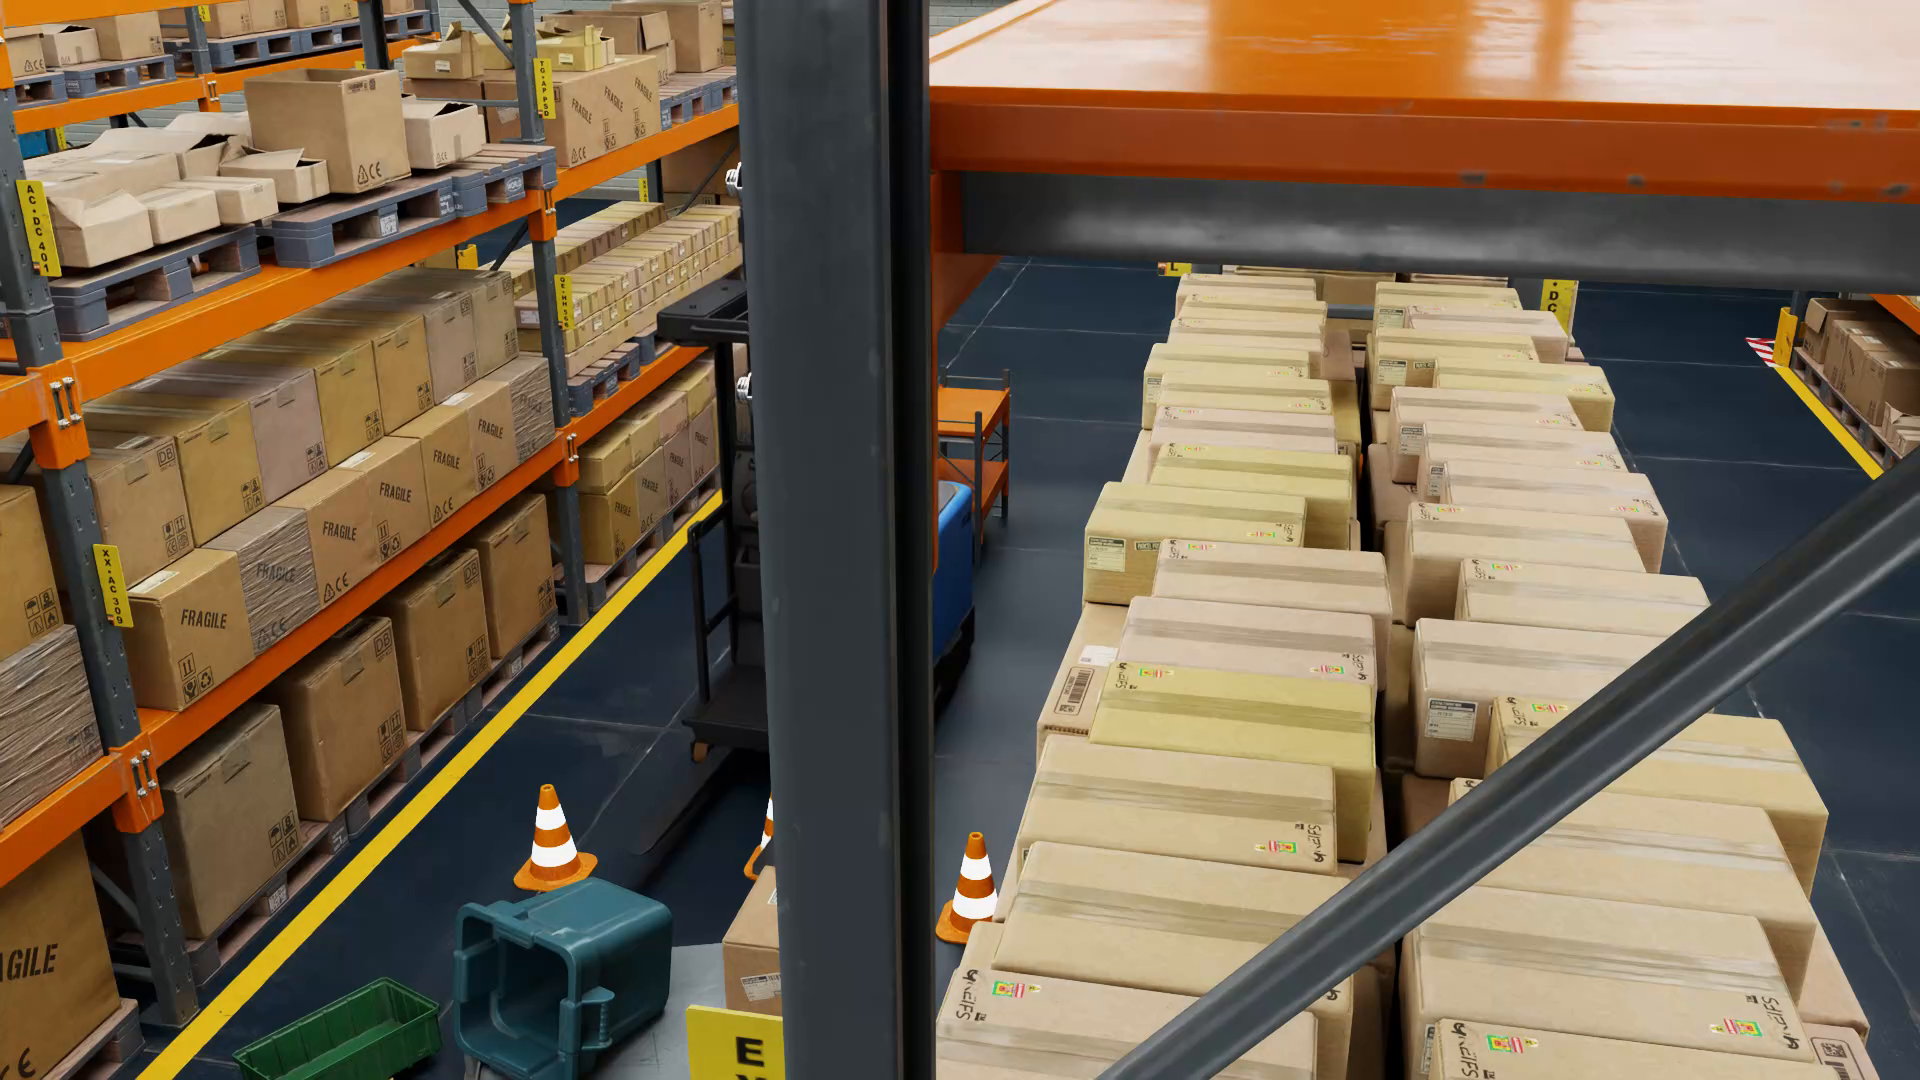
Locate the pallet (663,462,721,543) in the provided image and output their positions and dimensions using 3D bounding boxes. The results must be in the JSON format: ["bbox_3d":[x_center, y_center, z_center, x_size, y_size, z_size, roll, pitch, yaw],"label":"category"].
[{"bbox_3d":[-2.448,-0.333,12.397,1.003,0.211,1.213,4,22,11],"label":"pallet"}]

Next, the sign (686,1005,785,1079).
[{"bbox_3d":[-0.165,0.519,1.350,0.100,0.325,0.005,4,22,11],"label":"sign"}]

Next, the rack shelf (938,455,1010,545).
[{"bbox_3d":[0.001,-0.297,11.741,0.538,0.278,1.000,4,22,11],"label":"rack shelf"}]

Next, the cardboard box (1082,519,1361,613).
[{"bbox_3d":[0.521,0.144,3.268,0.500,0.250,0.500,5,22,11],"label":"cardboard box"}]

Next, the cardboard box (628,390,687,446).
[{"bbox_3d":[-2.265,-0.878,11.799,0.500,0.250,0.500,5,22,11],"label":"cardboard box"}]

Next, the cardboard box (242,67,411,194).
[{"bbox_3d":[-2.940,-1.918,7.755,0.500,0.500,0.500,4,22,11],"label":"cardboard box"}]

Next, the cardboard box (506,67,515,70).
[{"bbox_3d":[-2.903,-2.746,10.507,0.500,0.500,0.500,4,22,11],"label":"cardboard box"}]

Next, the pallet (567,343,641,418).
[{"bbox_3d":[-2.818,-1.076,10.766,1.213,0.211,1.003,4,22,11],"label":"pallet"}]

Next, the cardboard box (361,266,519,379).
[{"bbox_3d":[-2.961,-1.243,9.451,0.700,0.500,0.500,4,22,11],"label":"cardboard box"}]

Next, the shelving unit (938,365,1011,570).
[{"bbox_3d":[0.001,-0.524,11.650,0.538,1.125,1.048,4,22,11],"label":"shelving unit"}]

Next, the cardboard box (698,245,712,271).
[{"bbox_3d":[-2.089,-2.127,12.496,0.380,0.149,0.250,4,22,9],"label":"cardboard box"}]

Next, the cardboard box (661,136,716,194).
[{"bbox_3d":[-2.212,-3.199,13.912,0.500,0.500,0.500,4,22,9],"label":"cardboard box"}]

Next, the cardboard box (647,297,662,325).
[{"bbox_3d":[-2.302,-1.607,11.604,0.380,0.149,0.250,5,22,12],"label":"cardboard box"}]

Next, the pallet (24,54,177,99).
[{"bbox_3d":[-7.017,-3.737,13.359,0.805,0.209,1.217,4,22,9],"label":"pallet"}]

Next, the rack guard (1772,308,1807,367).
[{"bbox_3d":[8.484,-1.917,15.944,1.175,0.500,0.348,4,22,11],"label":"rack guard"}]

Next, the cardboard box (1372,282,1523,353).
[{"bbox_3d":[1.340,-0.605,4.594,0.380,0.149,0.250,5,22,12],"label":"cardboard box"}]

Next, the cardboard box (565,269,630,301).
[{"bbox_3d":[-2.414,-1.689,11.010,0.380,0.149,0.250,4,22,9],"label":"cardboard box"}]

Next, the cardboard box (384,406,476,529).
[{"bbox_3d":[-2.894,-0.392,8.677,0.500,0.500,0.500,4,22,10],"label":"cardboard box"}]

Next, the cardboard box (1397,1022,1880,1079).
[{"bbox_3d":[0.738,0.747,1.771,0.500,0.250,0.500,4,22,10],"label":"cardboard box"}]

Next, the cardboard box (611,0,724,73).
[{"bbox_3d":[-2.228,-3.861,12.714,0.700,0.500,0.500,4,22,11],"label":"cardboard box"}]

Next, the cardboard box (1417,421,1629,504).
[{"bbox_3d":[1.141,-0.125,3.403,0.380,0.149,0.250,5,22,12],"label":"cardboard box"}]

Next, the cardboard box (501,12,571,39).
[{"bbox_3d":[-2.789,-3.328,10.929,0.396,0.266,0.258,4,22,11],"label":"cardboard box"}]

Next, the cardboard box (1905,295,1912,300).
[{"bbox_3d":[7.642,-1.948,13.012,0.380,0.149,0.250,5,22,12],"label":"cardboard box"}]

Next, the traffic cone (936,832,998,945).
[{"bbox_3d":[0.073,1.524,7.450,0.336,0.463,0.334,4,22,11],"label":"traffic cone"}]

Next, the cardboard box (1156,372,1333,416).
[{"bbox_3d":[0.639,-0.265,3.750,0.380,0.149,0.250,4,22,9],"label":"cardboard box"}]

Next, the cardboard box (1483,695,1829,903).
[{"bbox_3d":[0.918,0.345,2.236,0.380,0.149,0.250,4,22,11],"label":"cardboard box"}]

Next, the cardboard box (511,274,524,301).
[{"bbox_3d":[-3.102,-1.652,10.917,0.380,0.149,0.250,5,23,13],"label":"cardboard box"}]

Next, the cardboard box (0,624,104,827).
[{"bbox_3d":[-3.739,0.633,6.065,0.875,0.550,0.550,4,22,11],"label":"cardboard box"}]

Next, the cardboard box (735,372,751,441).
[{"bbox_3d":[-1.948,-1.104,13.364,0.500,0.500,0.500,4,22,10],"label":"cardboard box"}]

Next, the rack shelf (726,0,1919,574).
[{"bbox_3d":[0.783,-0.809,2.783,1.077,0.370,4.000,4,22,11],"label":"rack shelf"}]

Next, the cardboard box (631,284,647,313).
[{"bbox_3d":[-2.357,-1.654,11.321,0.380,0.149,0.250,4,22,11],"label":"cardboard box"}]

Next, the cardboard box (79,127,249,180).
[{"bbox_3d":[-3.533,-1.682,7.423,0.500,0.311,0.500,4,22,9],"label":"cardboard box"}]

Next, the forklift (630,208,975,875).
[{"bbox_3d":[-0.798,-0.219,8.474,1.130,2.935,3.031,6,23,14],"label":"forklift"}]

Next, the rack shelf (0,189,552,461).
[{"bbox_3d":[-3.268,-1.222,7.820,1.077,0.370,4.000,4,22,11],"label":"rack shelf"}]

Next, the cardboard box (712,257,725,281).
[{"bbox_3d":[-2.036,-2.091,12.803,0.380,0.149,0.250,4,22,11],"label":"cardboard box"}]

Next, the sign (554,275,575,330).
[{"bbox_3d":[-2.316,-1.392,9.744,0.100,0.325,0.005,4,22,11],"label":"sign"}]

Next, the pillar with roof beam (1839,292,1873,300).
[{"bbox_3d":[5.717,-7.132,17.518,9.100,9.000,0.400,4,22,11],"label":"pillar with roof beam"}]

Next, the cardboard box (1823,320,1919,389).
[{"bbox_3d":[8.069,-1.613,14.628,0.700,0.500,0.500,5,23,13],"label":"cardboard box"}]

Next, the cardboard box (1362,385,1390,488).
[{"bbox_3d":[1.262,-0.185,4.086,0.500,0.250,0.500,4,22,10],"label":"cardboard box"}]

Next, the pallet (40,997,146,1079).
[{"bbox_3d":[-3.908,2.133,6.275,1.003,0.211,1.213,4,22,11],"label":"pallet"}]

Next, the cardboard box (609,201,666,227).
[{"bbox_3d":[-2.574,-2.604,13.282,0.380,0.149,0.250,6,23,14],"label":"cardboard box"}]

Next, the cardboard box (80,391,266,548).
[{"bbox_3d":[-3.477,-0.313,7.144,0.700,0.500,0.500,4,22,10],"label":"cardboard box"}]

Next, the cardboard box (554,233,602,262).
[{"bbox_3d":[-2.837,-2.131,12.107,0.380,0.149,0.250,5,23,13],"label":"cardboard box"}]

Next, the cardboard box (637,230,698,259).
[{"bbox_3d":[-2.150,-2.173,12.211,0.380,0.149,0.250,4,22,9],"label":"cardboard box"}]

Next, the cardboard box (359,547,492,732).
[{"bbox_3d":[-3.247,0.489,9.074,1.050,0.750,0.750,5,22,12],"label":"cardboard box"}]

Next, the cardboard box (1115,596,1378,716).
[{"bbox_3d":[0.438,0.216,2.557,0.380,0.149,0.250,4,22,11],"label":"cardboard box"}]

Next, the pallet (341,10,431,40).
[{"bbox_3d":[-6.203,-5.315,17.138,1.003,0.211,1.213,4,22,11],"label":"pallet"}]

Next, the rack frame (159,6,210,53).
[{"bbox_3d":[-6.878,-5.556,13.605,1.000,3.000,0.127,4,22,11],"label":"rack frame"}]

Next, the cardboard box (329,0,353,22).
[{"bbox_3d":[-6.407,-5.332,16.232,0.700,0.500,0.500,3,22,7],"label":"cardboard box"}]

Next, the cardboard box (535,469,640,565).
[{"bbox_3d":[-2.466,-0.170,11.045,0.500,0.500,0.500,4,22,9],"label":"cardboard box"}]

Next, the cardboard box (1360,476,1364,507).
[{"bbox_3d":[1.287,-0.143,4.515,0.380,0.149,0.250,5,22,12],"label":"cardboard box"}]

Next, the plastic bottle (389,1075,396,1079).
[{"bbox_3d":[-2.255,2.146,6.443,0.133,0.061,0.283,-7,23,-17],"label":"plastic bottle"}]

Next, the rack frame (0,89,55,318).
[{"bbox_3d":[-3.676,-2.216,5.309,1.000,3.000,0.127,4,22,11],"label":"rack frame"}]

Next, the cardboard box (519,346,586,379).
[{"bbox_3d":[-2.571,-1.122,10.399,0.380,0.149,0.250,4,22,10],"label":"cardboard box"}]

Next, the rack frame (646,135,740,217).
[{"bbox_3d":[-2.043,-2.359,13.695,1.000,3.000,0.127,4,22,11],"label":"rack frame"}]

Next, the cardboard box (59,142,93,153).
[{"bbox_3d":[-7.001,-3.051,13.938,0.797,0.503,0.637,4,22,10],"label":"cardboard box"}]
